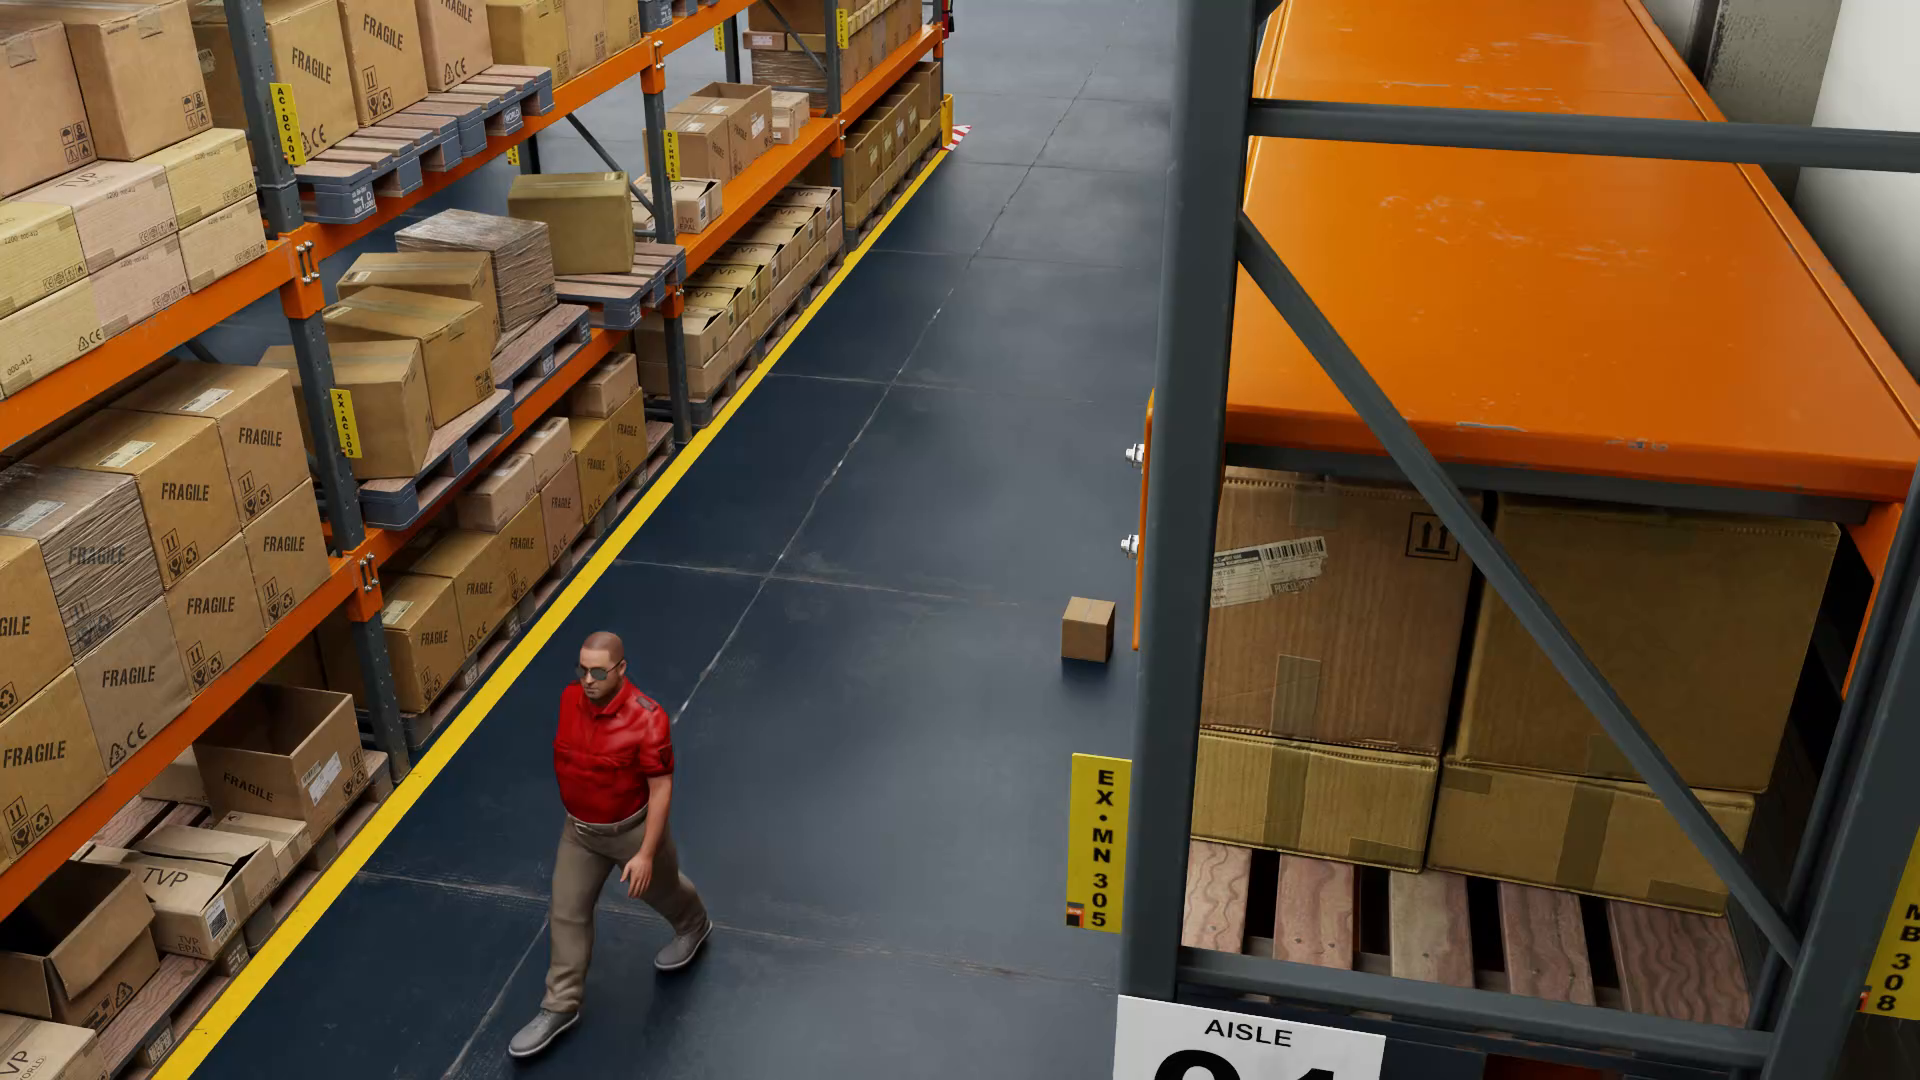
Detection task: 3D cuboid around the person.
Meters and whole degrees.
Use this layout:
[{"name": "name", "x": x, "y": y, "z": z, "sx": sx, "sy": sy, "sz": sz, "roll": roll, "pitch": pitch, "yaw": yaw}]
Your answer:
[{"name": "person", "x": -1.400, "y": 1.159, "z": 6.498, "sx": 0.576, "sy": 1.667, "sz": 0.983, "roll": 13, "pitch": 31, "yaw": 22}]
